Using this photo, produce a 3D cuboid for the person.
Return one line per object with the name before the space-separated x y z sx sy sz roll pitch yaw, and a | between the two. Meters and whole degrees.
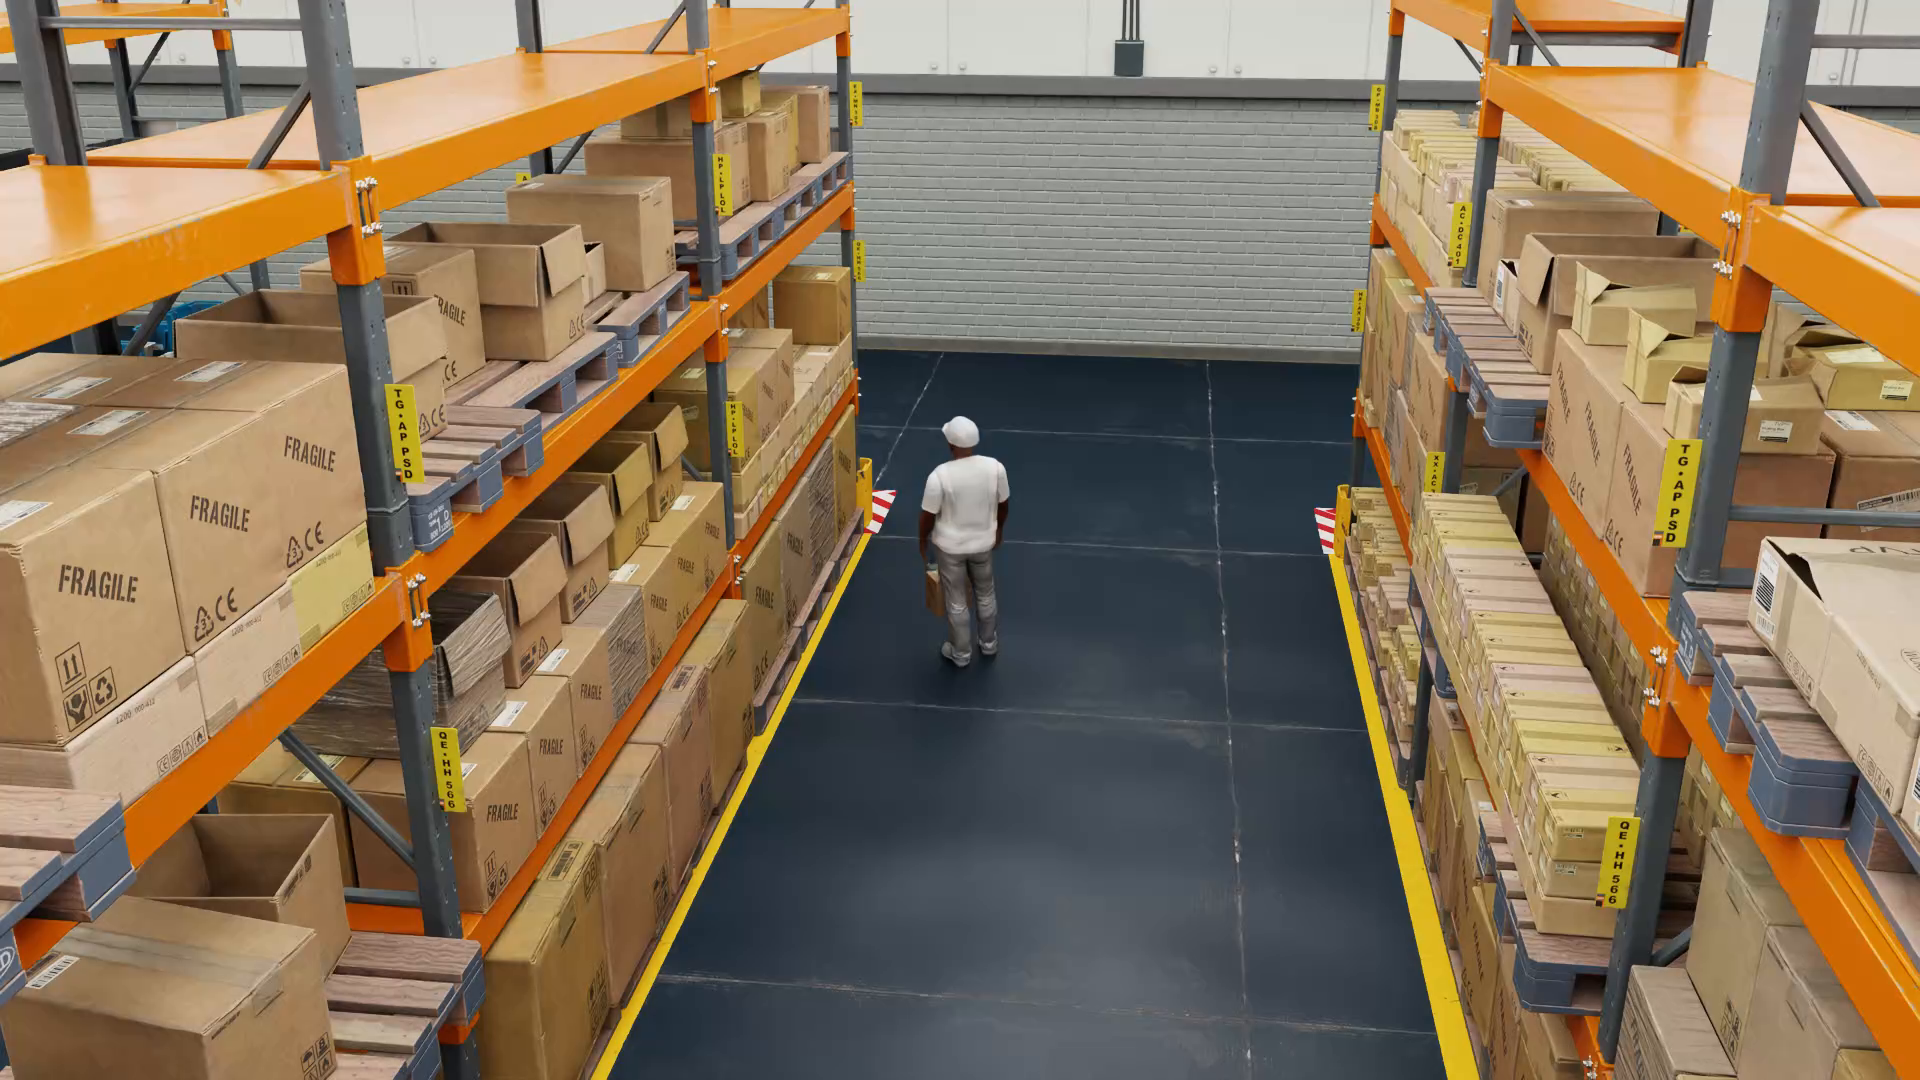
person | 0.009 -0.011 11.055 0.629 1.768 0.576 -7 22 -16
